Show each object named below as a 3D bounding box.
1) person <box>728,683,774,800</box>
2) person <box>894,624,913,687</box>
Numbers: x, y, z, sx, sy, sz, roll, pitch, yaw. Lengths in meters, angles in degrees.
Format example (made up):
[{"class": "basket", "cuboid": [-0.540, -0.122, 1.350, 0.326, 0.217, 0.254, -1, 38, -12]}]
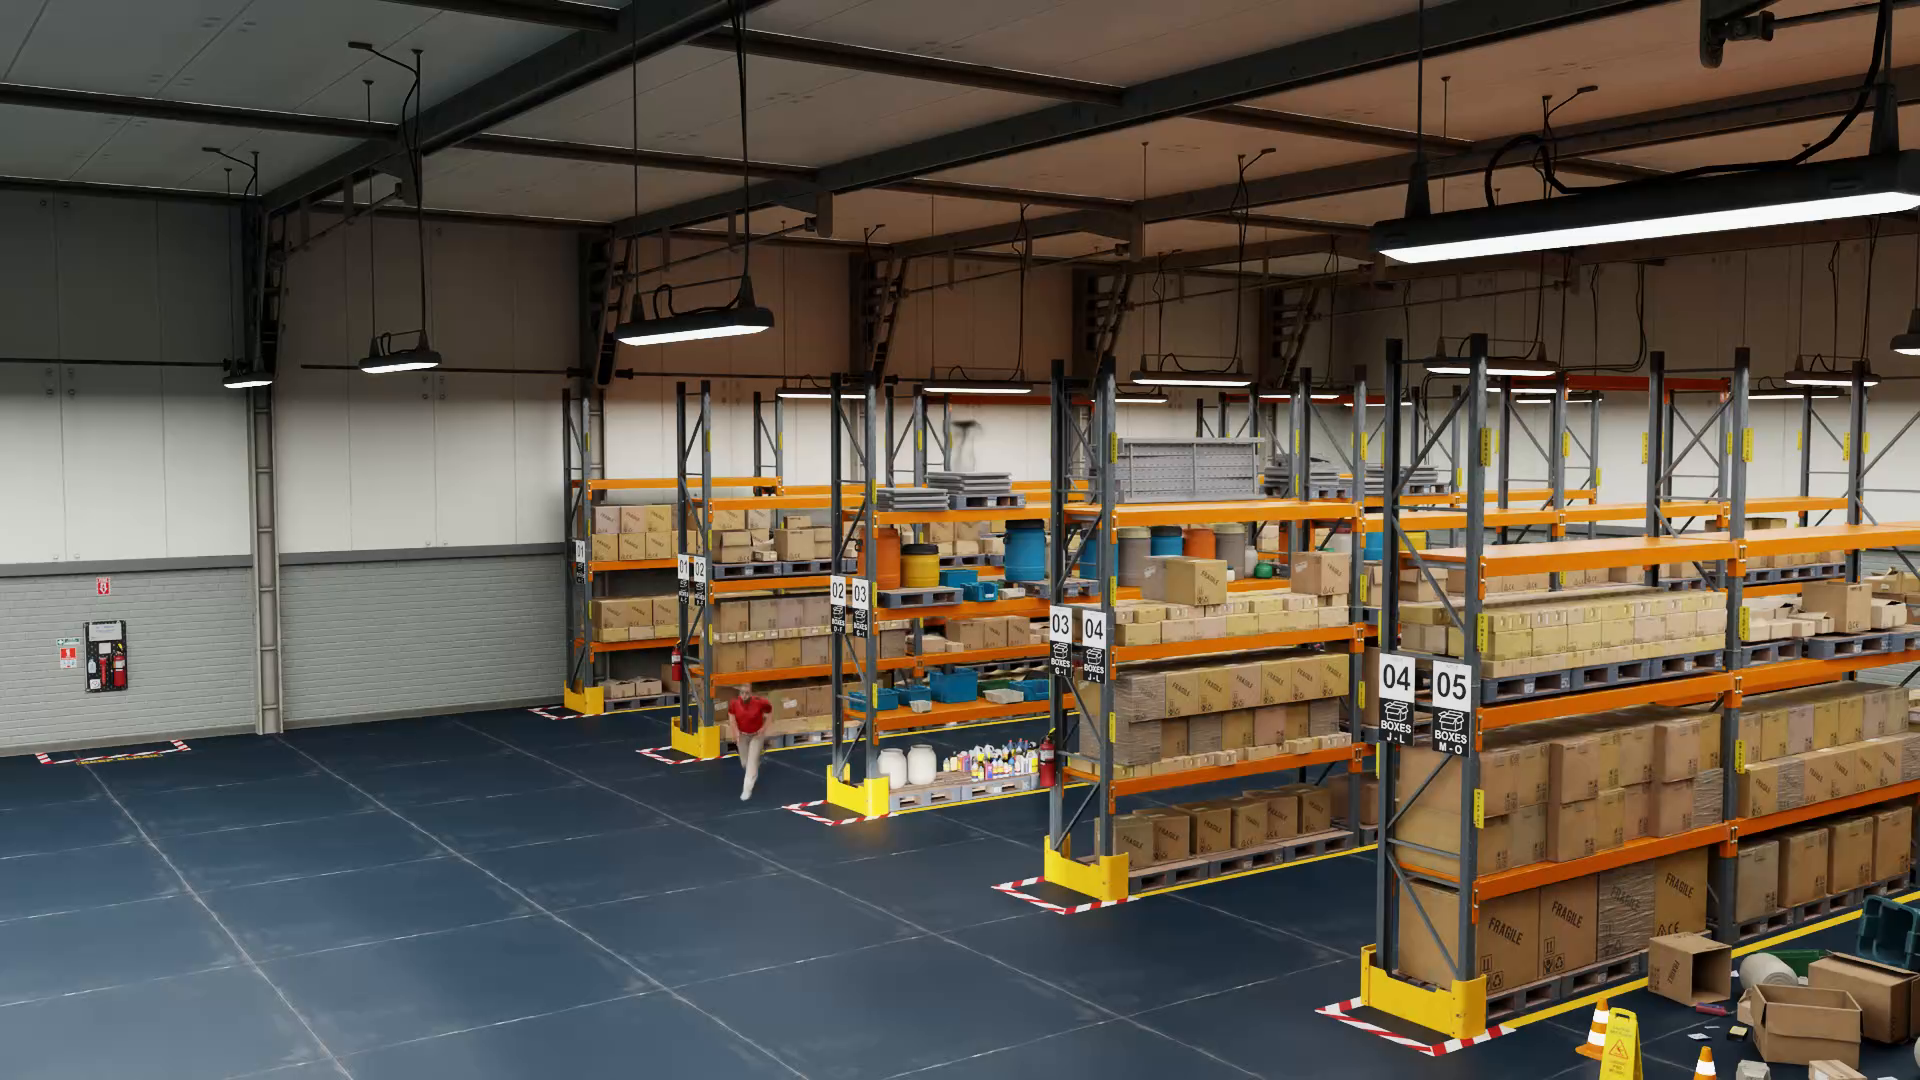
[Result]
[{"class": "person", "cuboid": [-2.967, 2.838, 23.794, 0.667, 1.688, 0.916, 0, 4, 3]}, {"class": "person", "cuboid": [-0.986, 2.348, 31.147, 0.604, 1.667, 0.585, -3, 5, -40]}]
